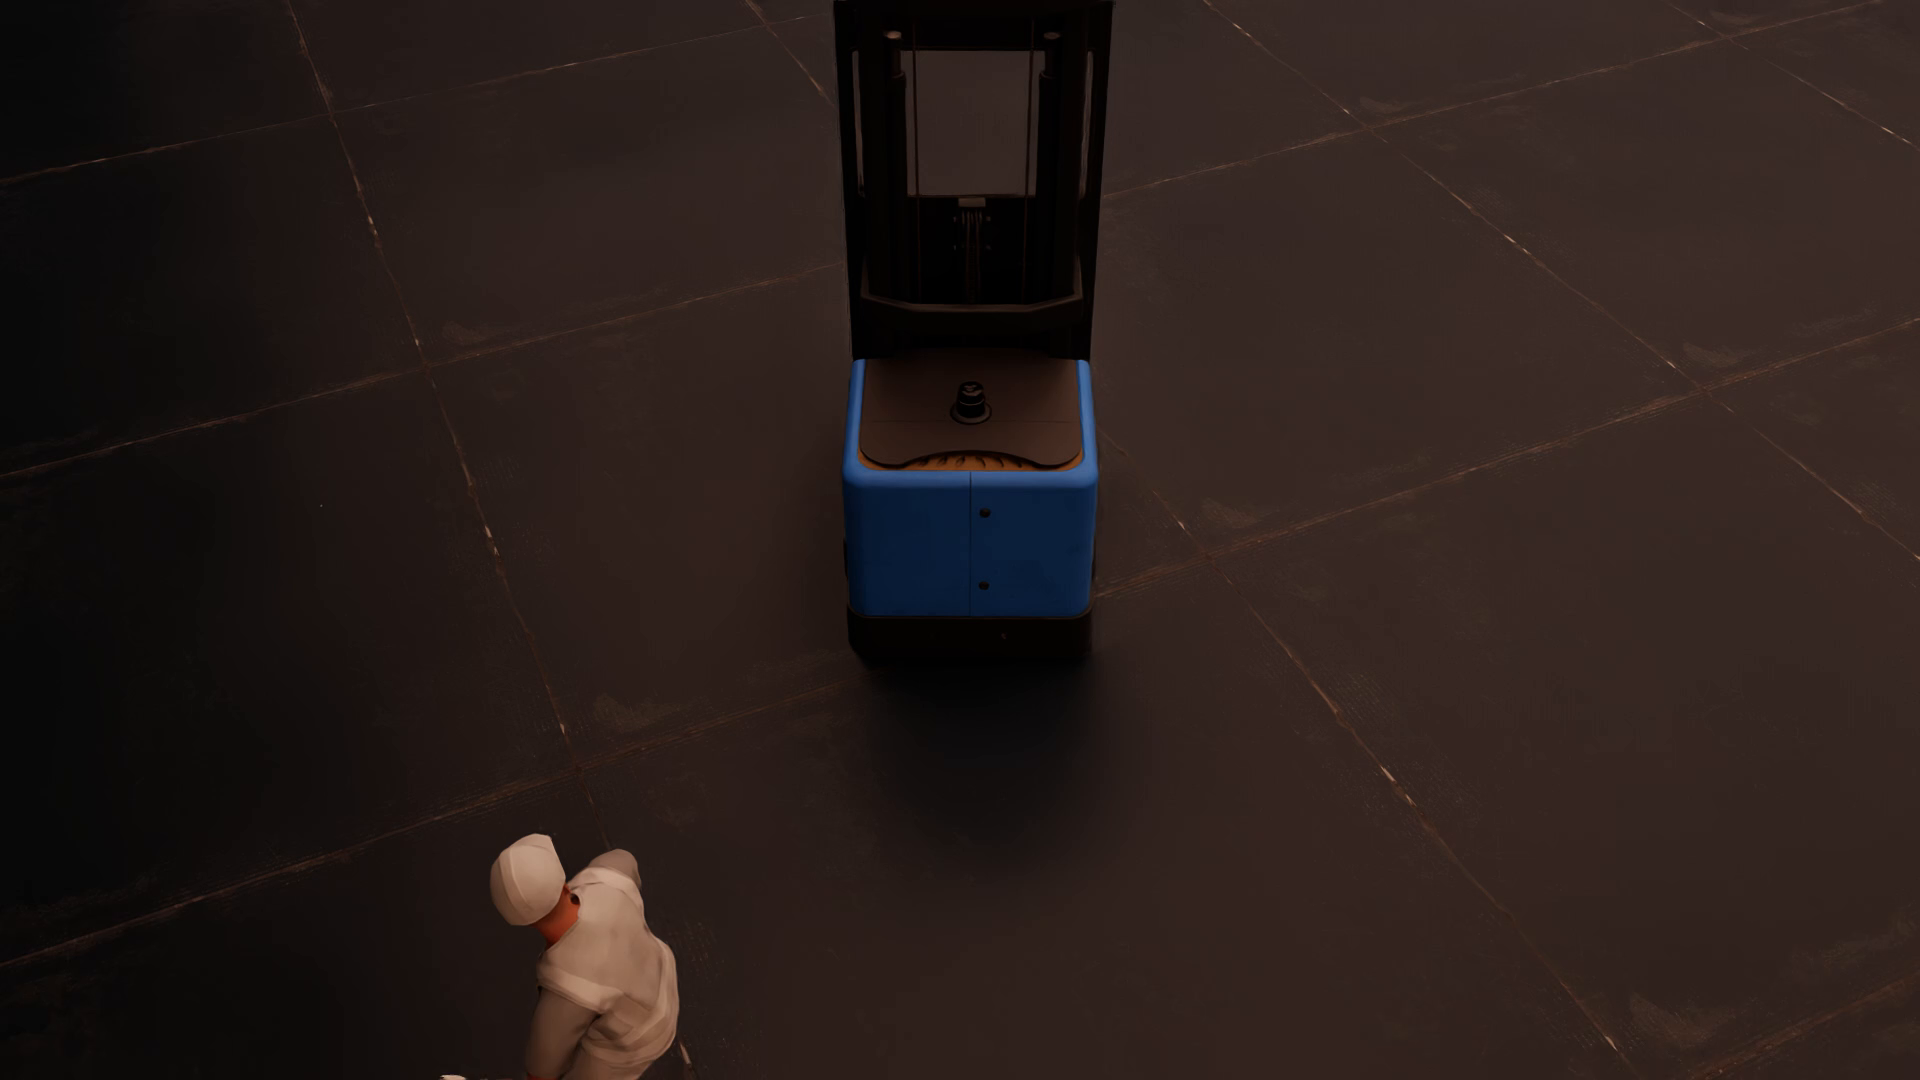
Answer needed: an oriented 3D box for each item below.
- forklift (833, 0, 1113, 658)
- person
[{"bbox_3d":[0.053,-1.545,7.336,1.130,2.935,3.031,0,43,0],"label":"forklift"},{"bbox_3d":[-1.202,1.465,5.027,0.703,1.706,0.802,-3,43,-3],"label":"person"}]
